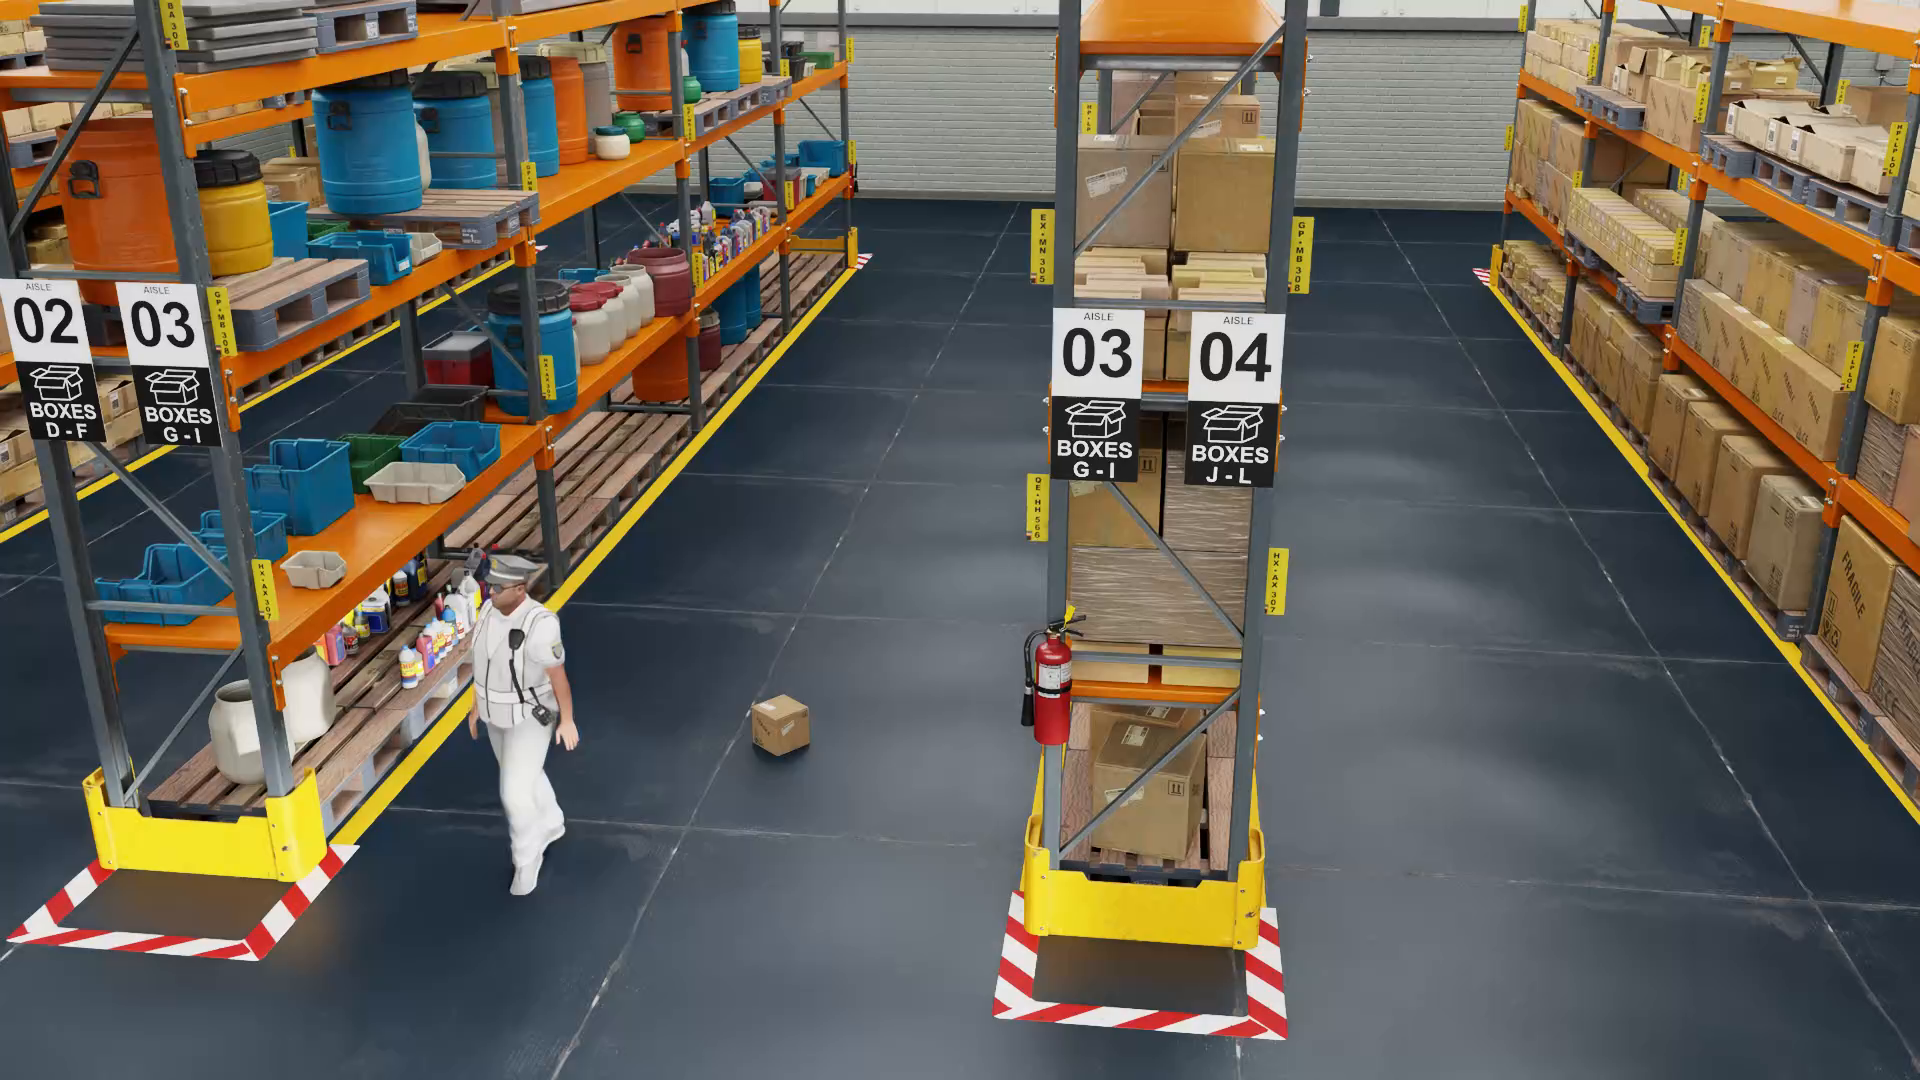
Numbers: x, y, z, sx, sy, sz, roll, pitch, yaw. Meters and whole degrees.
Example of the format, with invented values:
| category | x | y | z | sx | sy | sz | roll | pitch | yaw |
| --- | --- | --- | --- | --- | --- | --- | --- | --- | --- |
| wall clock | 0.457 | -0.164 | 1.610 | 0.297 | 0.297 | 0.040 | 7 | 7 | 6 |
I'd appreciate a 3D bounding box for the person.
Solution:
| category | x | y | z | sx | sy | sz | roll | pitch | yaw |
| --- | --- | --- | --- | --- | --- | --- | --- | --- | --- |
| person | -2.309 | 0.945 | 8.657 | 0.578 | 1.850 | 0.573 | 14 | 25 | 33 |
